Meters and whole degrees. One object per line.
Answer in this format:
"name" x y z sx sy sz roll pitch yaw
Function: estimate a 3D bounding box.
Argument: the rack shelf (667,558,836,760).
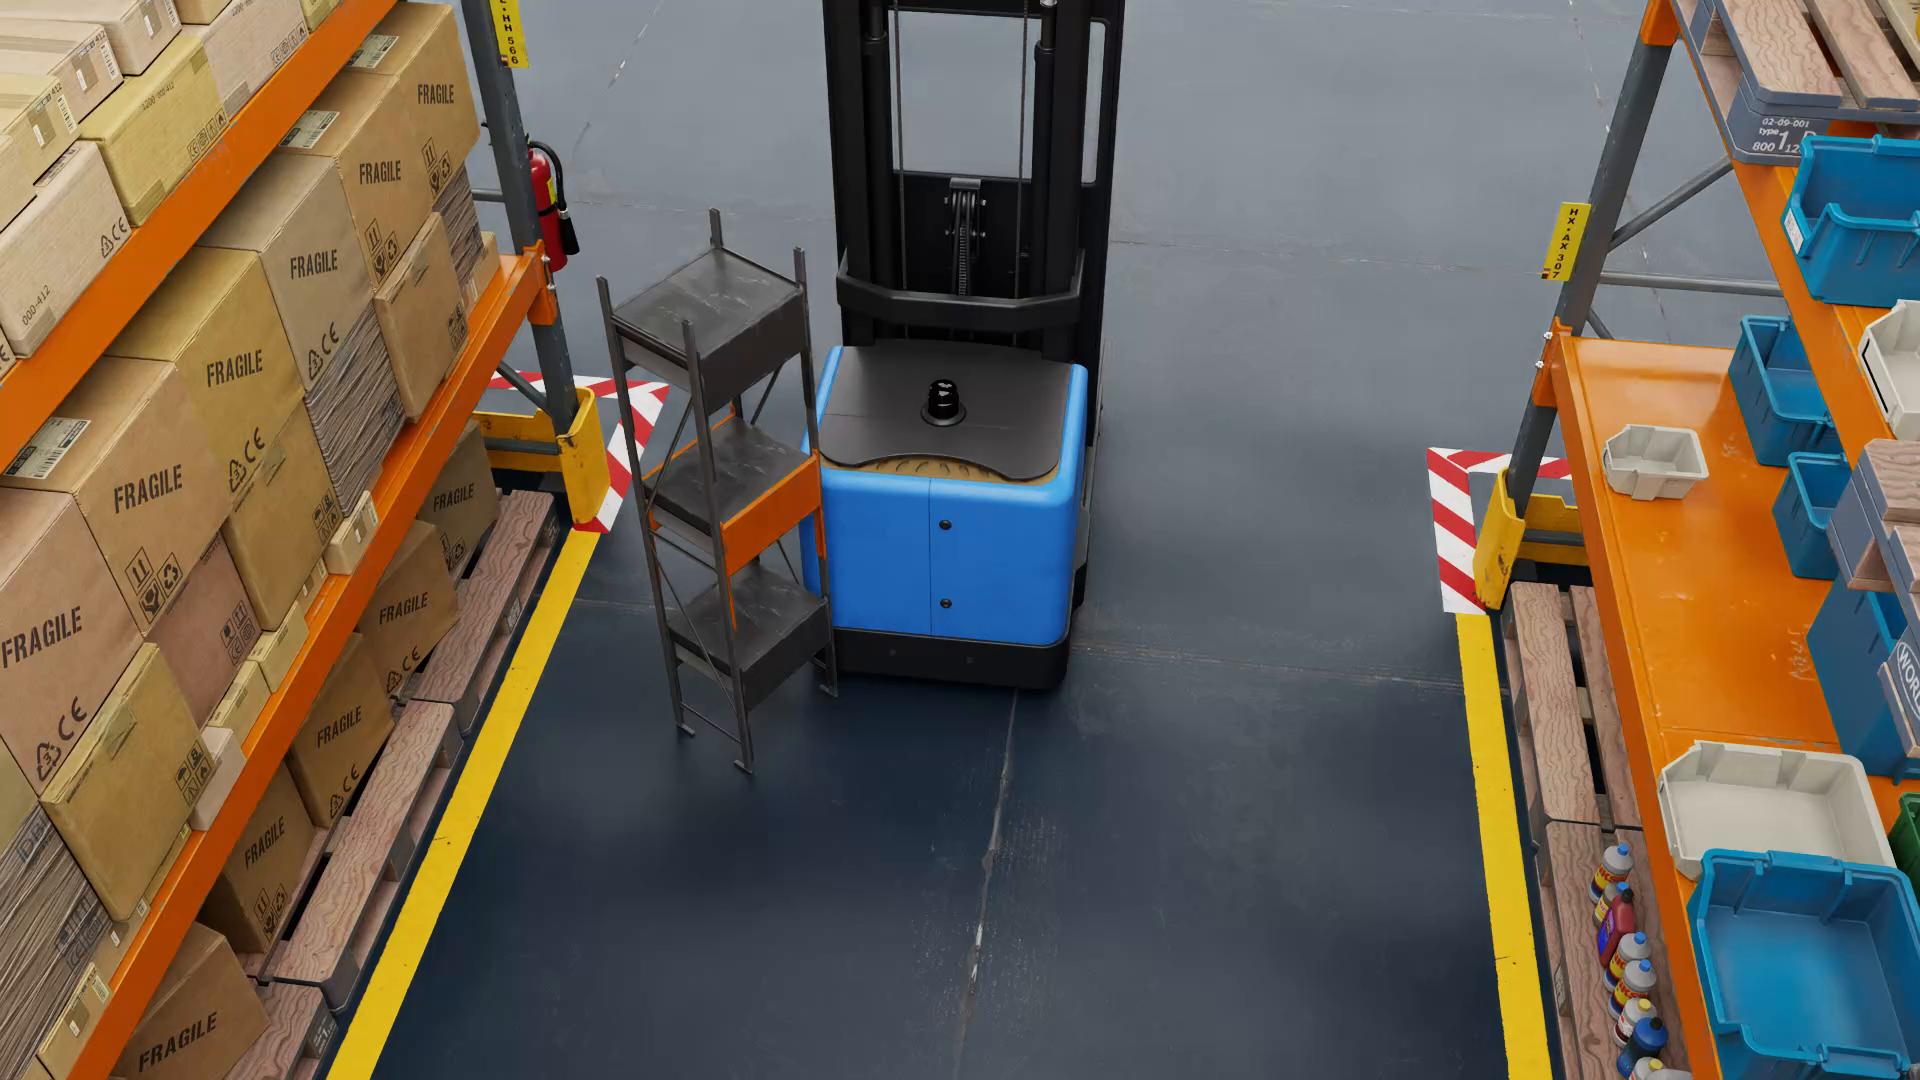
"rack shelf" -0.797 0.428 6.331 0.431 0.518 0.480 28 50 27

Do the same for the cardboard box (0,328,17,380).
"cardboard box" -2.320 -0.329 3.365 0.500 0.250 0.500 5 44 5

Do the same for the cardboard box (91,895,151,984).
"cardboard box" -2.320 0.980 4.238 0.380 0.149 0.250 5 44 6

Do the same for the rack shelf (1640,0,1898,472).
"rack shelf" 2.476 -0.390 3.844 1.077 0.370 4.000 5 44 6

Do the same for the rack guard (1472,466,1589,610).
"rack guard" 2.777 0.038 6.868 1.175 0.500 0.348 5 44 6

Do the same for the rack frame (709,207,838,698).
"rack frame" -0.646 -0.222 5.979 0.400 2.100 0.015 28 50 27

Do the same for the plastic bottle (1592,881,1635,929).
"plastic bottle" 2.178 1.209 5.529 0.097 0.201 0.097 0 43 0

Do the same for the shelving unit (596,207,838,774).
"shelving unit" -0.797 -0.090 5.840 0.431 2.100 0.503 28 50 27

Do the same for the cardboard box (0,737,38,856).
"cardboard box" -2.387 0.559 3.483 0.500 0.500 0.500 5 44 6

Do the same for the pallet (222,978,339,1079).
"pallet" -2.644 1.902 5.110 1.003 0.211 1.213 5 44 6

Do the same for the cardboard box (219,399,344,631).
"cardboard box" -2.403 -0.120 4.928 0.875 0.500 0.500 5 44 6

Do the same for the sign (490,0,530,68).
"sign" -1.622 -1.847 5.969 0.100 0.325 0.005 5 44 6

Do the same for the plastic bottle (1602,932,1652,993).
"plastic bottle" 2.146 1.346 5.333 0.097 0.271 0.097 0 43 0

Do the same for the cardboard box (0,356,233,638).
"cardboard box" -2.255 -0.122 4.203 0.500 0.500 0.500 5 44 6

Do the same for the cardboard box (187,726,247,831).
"cardboard box" -2.223 0.642 4.595 0.380 0.149 0.250 5 44 6

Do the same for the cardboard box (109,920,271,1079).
"cardboard box" -2.537 1.446 5.077 0.500 0.500 0.500 19 46 19

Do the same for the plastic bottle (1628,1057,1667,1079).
"plastic bottle" 2.093 1.648 5.066 0.097 0.201 0.097 0 43 0

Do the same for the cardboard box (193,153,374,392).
"cardboard box" -2.126 -0.804 4.923 0.500 0.500 0.500 5 44 6

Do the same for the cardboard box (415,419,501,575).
"cardboard box" -2.268 -0.197 6.811 0.500 0.500 0.500 13 45 13

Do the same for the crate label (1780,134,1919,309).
"crate label" 2.165 -0.715 3.772 0.502 0.251 0.408 5 44 6

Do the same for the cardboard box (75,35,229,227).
"cardboard box" -2.182 -1.027 4.102 0.500 0.250 0.500 5 44 5

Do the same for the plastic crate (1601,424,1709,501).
"plastic crate" 2.303 -0.249 5.545 0.298 0.136 0.250 5 44 6

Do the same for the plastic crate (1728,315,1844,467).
"plastic crate" 2.971 -0.503 5.730 0.499 0.251 0.616 5 44 6

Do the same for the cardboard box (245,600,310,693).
"cardboard box" -2.186 0.299 4.958 0.380 0.149 0.250 5 44 6

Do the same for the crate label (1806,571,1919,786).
"crate label" 2.765 0.341 4.705 0.502 0.435 0.616 5 44 6

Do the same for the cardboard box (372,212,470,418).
"cardboard box" -2.216 -0.796 5.642 0.875 0.500 0.500 5 44 6

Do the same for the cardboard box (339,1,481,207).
"cardboard box" -1.997 -1.486 5.643 0.500 0.500 0.500 5 44 6

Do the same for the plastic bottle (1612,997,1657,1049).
"plastic bottle" 2.120 1.507 5.214 0.097 0.201 0.097 0 43 0

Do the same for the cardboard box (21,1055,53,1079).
"cardboard box" -2.372 1.322 3.877 0.380 0.149 0.250 5 44 6

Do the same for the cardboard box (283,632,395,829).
"cardboard box" -2.415 0.639 5.928 0.500 0.500 0.500 9 44 9

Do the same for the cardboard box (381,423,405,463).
"cardboard box" -2.141 -0.391 5.686 0.380 0.149 0.250 5 44 6

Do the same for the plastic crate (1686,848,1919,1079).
"plastic crate" 2.089 1.076 4.063 0.499 0.251 0.616 5 44 6

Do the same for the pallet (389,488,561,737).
"pallet" -2.322 0.239 6.866 1.003 0.211 1.213 5 44 6

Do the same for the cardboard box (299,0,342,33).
"cardboard box" -2.044 -1.718 4.833 0.500 0.250 0.500 5 44 6

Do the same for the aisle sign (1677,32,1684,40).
"aisle sign" 2.459 -1.945 5.254 0.394 0.787 0.004 5 44 6

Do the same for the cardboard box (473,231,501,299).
"cardboard box" -2.002 -1.072 6.405 0.380 0.149 0.250 5 44 6

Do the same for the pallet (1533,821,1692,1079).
"pallet" 2.500 1.525 5.508 1.003 0.211 1.213 5 44 6

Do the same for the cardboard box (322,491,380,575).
"cardboard box" -2.097 -0.040 5.315 0.380 0.149 0.250 5 44 6

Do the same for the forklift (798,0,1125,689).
"forklift" 0.080 -1.494 6.718 1.130 2.935 3.031 5 44 5

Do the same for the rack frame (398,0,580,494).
"rack frame" -2.169 -1.376 6.543 1.000 3.000 0.127 5 44 6

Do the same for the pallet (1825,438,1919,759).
"pallet" 2.210 0.279 2.751 1.213 0.211 1.003 5 44 6

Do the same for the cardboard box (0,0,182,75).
"cardboard box" -2.158 -1.269 4.068 0.380 0.149 0.250 3 44 3

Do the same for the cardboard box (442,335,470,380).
"cardboard box" -2.018 -0.726 6.040 0.380 0.149 0.250 5 44 6

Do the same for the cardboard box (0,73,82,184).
"cardboard box" -2.215 -0.915 3.694 0.380 0.149 0.250 4 44 5

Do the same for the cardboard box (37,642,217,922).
"cardboard box" -2.476 0.567 4.202 0.875 0.500 0.500 5 44 6
